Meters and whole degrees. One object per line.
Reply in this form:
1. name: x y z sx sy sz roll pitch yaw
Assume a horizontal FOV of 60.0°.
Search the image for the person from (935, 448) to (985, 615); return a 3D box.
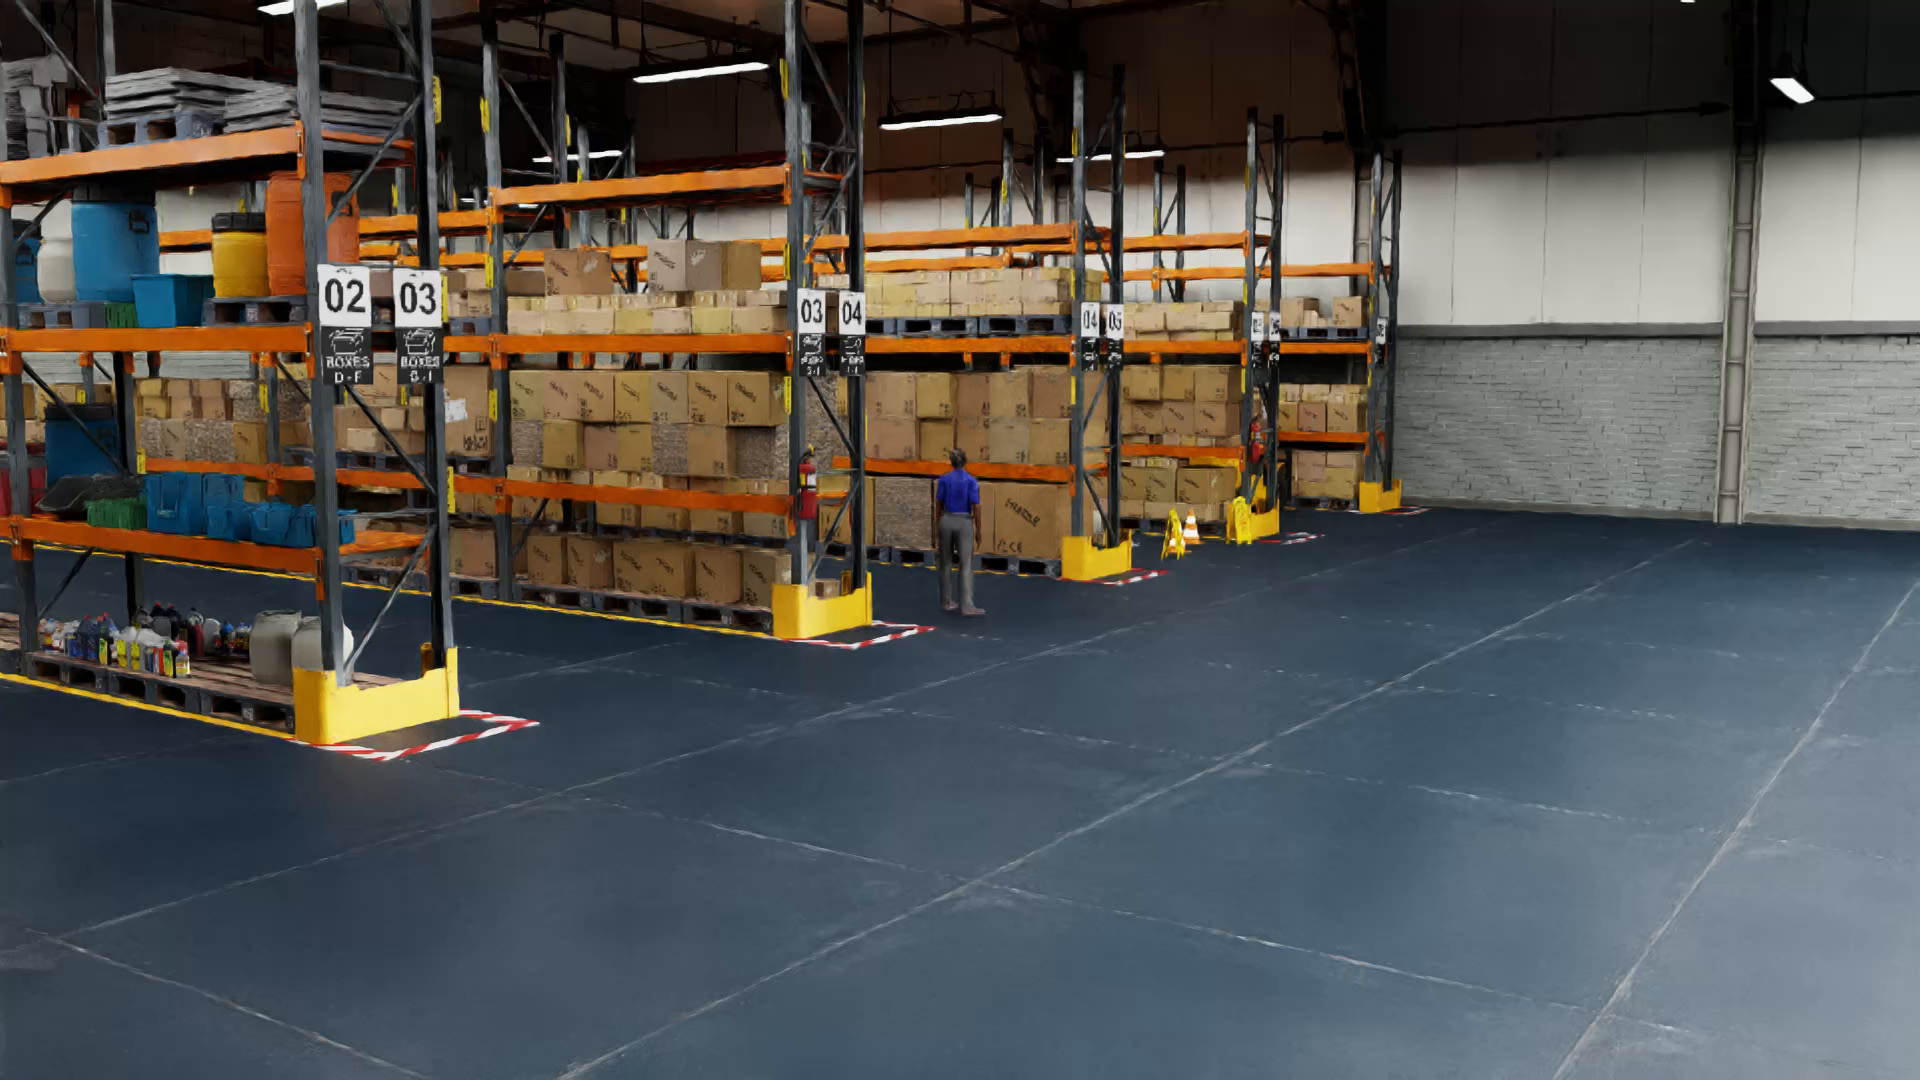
1. person: -0.001 -0.094 16.642 0.532 1.666 0.437 2 7 20
